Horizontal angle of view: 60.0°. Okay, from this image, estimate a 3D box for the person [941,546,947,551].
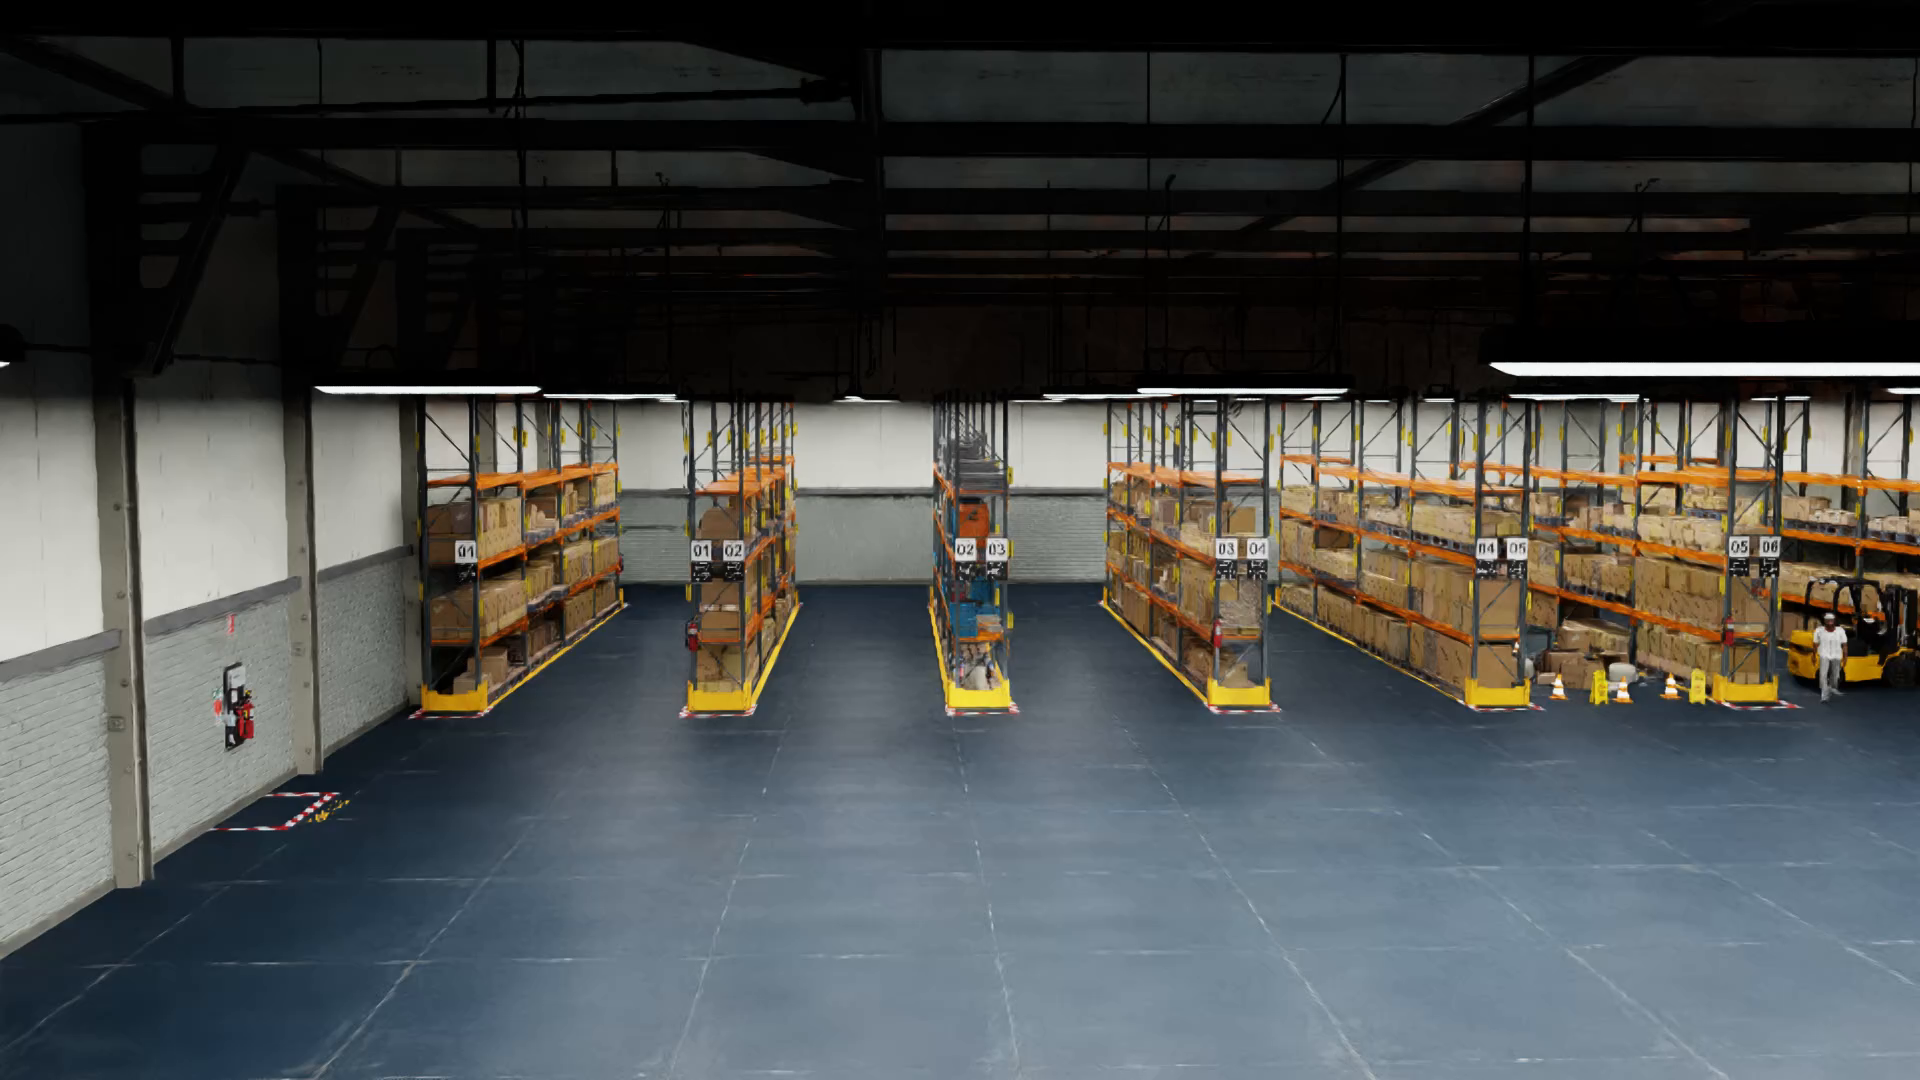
[{"bbox_3d":[-0.391,0.804,50.420,0.521,1.614,0.942,2,5,19],"label":"person"}]

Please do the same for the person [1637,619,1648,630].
[{"bbox_3d":[17.158,1.489,41.580,0.545,1.664,0.574,2,5,26],"label":"person"}]

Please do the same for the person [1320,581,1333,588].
[{"bbox_3d":[10.817,0.850,49.186,0.471,1.706,0.690,-3,6,-33],"label":"person"}]

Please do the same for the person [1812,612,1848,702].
[{"bbox_3d":[16.815,2.247,32.146,0.601,1.731,0.933,2,5,22],"label":"person"}]

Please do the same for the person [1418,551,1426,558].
[{"bbox_3d":[12.487,1.145,45.003,0.610,1.773,0.647,1,5,17],"label":"person"}]
